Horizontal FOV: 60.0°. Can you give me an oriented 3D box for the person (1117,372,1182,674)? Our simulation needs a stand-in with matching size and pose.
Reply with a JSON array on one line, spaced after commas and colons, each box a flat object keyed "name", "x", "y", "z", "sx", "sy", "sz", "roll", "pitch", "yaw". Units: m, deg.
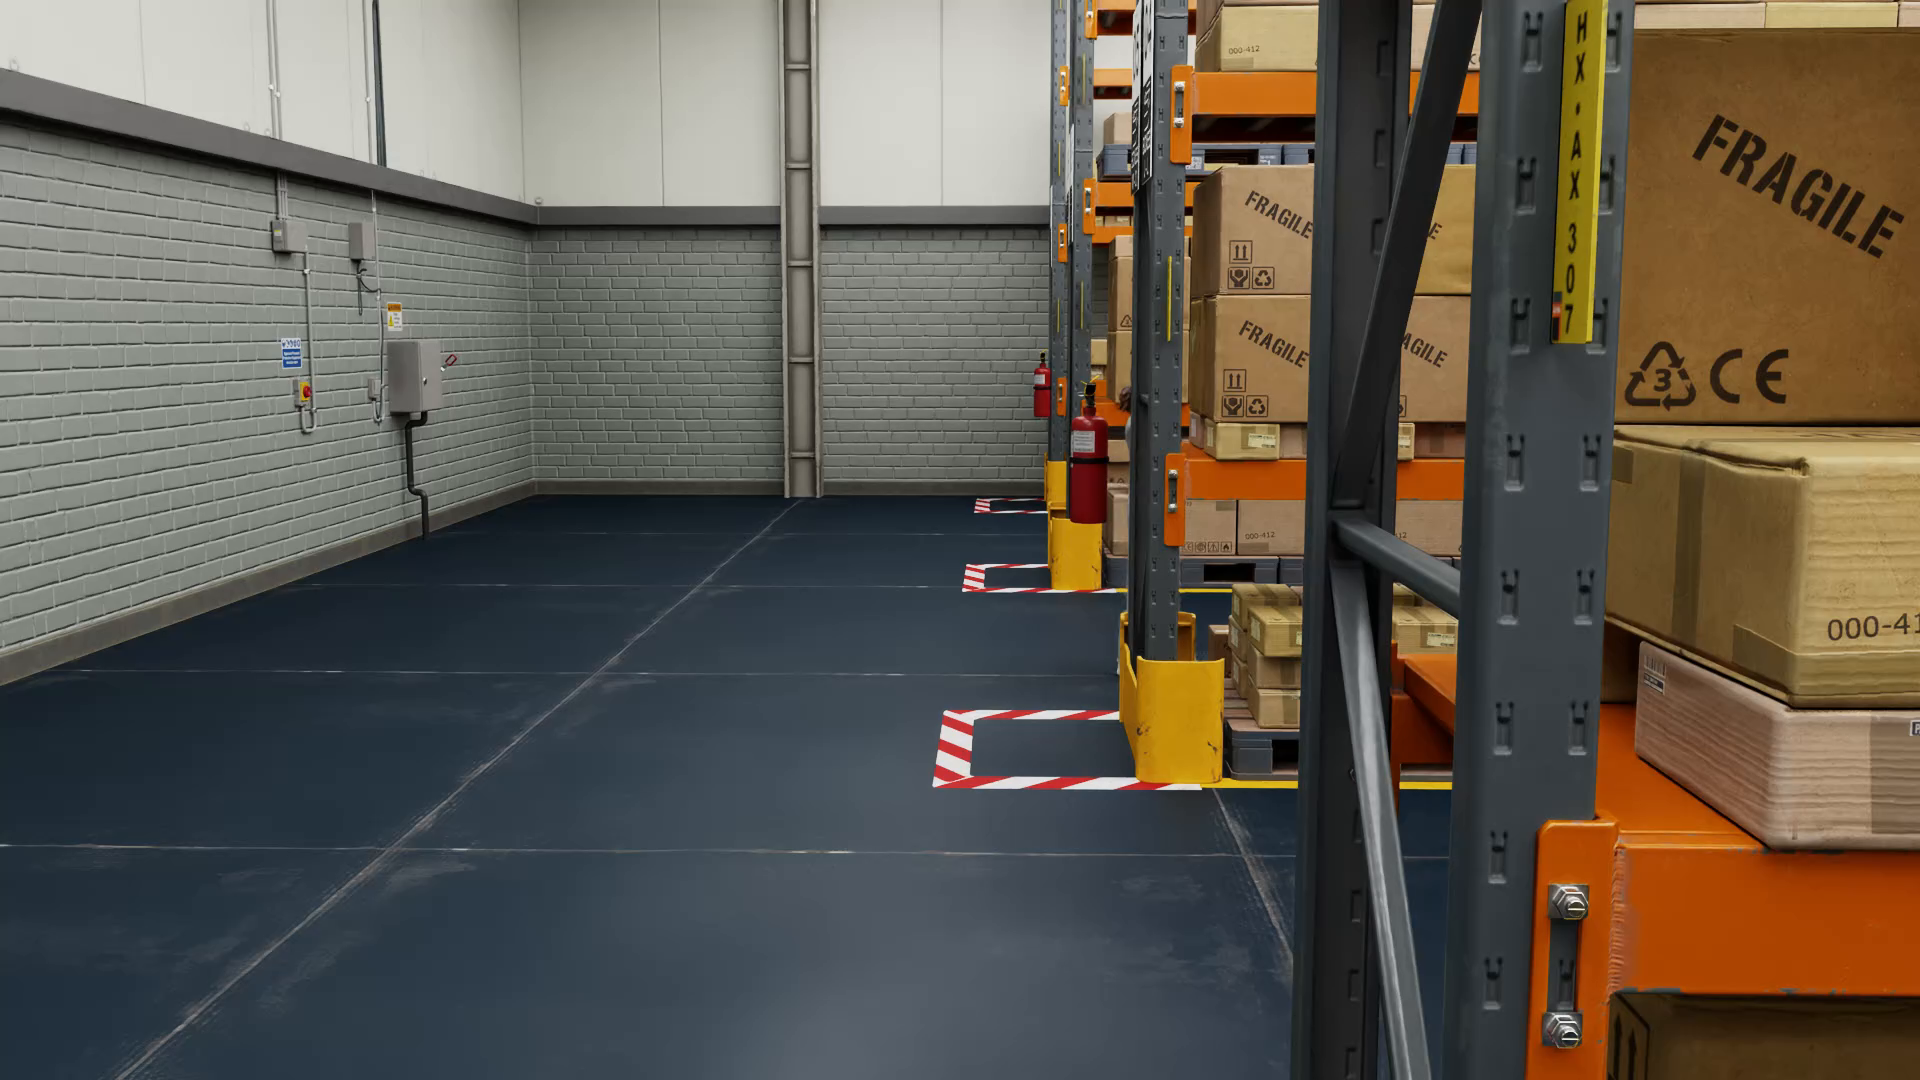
[{"name": "person", "x": 1.011, "y": -0.119, "z": 8.751, "sx": 0.383, "sy": 1.668, "sz": 0.437, "roll": 1, "pitch": 7, "yaw": 11}]
